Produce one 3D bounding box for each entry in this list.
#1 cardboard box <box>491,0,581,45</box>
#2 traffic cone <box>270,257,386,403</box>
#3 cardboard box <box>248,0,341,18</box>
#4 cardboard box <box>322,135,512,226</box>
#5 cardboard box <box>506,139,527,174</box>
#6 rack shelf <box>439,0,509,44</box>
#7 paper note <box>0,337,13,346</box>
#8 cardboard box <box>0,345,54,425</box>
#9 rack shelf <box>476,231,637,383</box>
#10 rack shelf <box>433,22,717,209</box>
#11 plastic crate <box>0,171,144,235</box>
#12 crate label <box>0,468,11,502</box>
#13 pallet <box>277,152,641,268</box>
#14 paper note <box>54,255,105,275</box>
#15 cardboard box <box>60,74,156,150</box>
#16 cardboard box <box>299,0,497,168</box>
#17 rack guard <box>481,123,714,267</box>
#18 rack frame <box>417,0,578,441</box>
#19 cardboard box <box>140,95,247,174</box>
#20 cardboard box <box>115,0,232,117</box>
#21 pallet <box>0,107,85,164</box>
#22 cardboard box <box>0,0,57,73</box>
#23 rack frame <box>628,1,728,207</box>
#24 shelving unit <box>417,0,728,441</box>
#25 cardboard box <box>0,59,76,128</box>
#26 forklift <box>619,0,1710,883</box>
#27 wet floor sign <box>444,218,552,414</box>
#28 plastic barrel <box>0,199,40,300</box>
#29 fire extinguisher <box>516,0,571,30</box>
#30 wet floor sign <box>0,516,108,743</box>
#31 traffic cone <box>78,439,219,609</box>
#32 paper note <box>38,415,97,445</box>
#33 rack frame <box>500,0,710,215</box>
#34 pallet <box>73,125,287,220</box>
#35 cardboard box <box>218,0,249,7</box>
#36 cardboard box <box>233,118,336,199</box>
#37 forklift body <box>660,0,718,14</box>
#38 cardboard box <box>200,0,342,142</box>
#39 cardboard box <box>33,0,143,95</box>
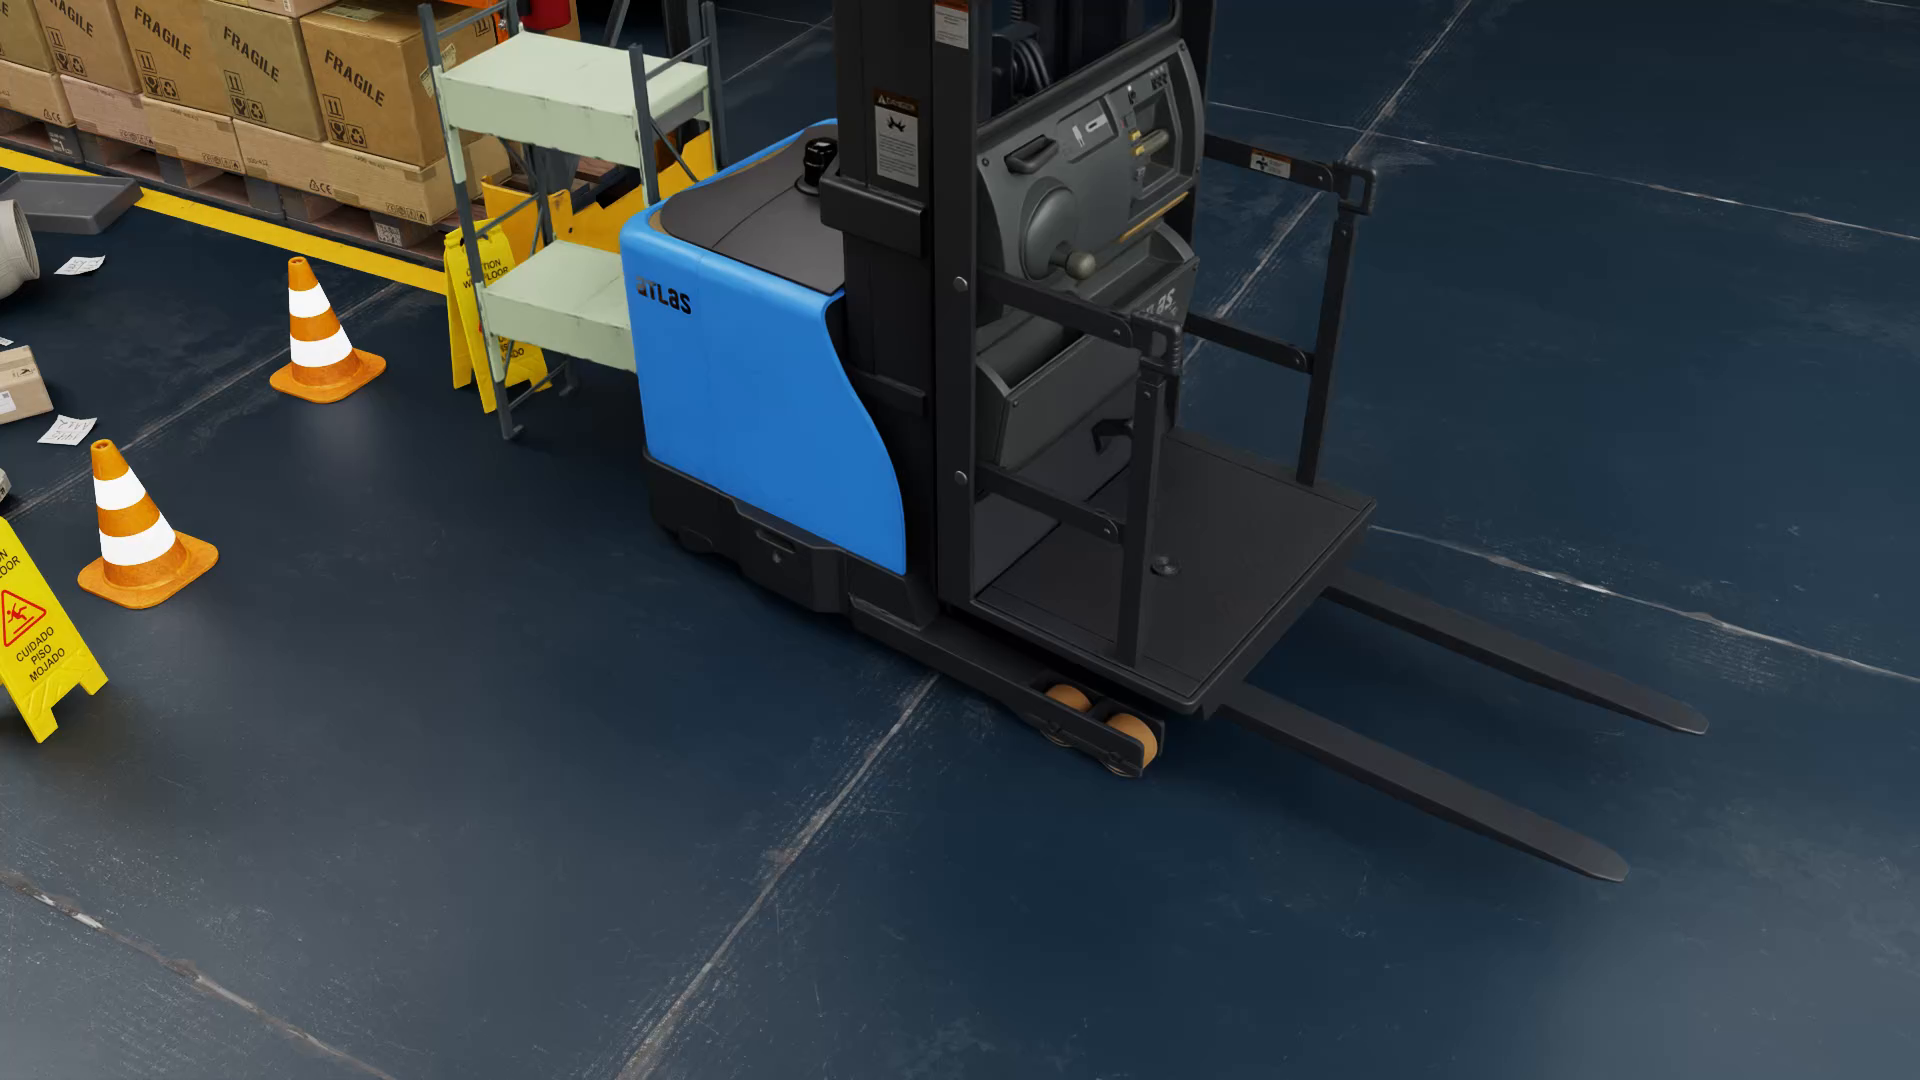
[{"bbox_3d":[-1.928,-2.119,6.868,0.500,0.500,0.500,16,40,20],"label":"cardboard box"},{"bbox_3d":[-2.293,-0.786,5.903,0.334,0.463,0.336,17,41,21],"label":"traffic cone"},{"bbox_3d":[-2.506,-2.147,6.368,0.250,0.149,0.380,19,41,23],"label":"cardboard box"},{"bbox_3d":[-2.181,-1.529,6.710,0.500,0.250,0.500,17,40,21],"label":"cardboard box"},{"bbox_3d":[-1.907,-1.814,7.086,0.500,0.250,0.500,17,40,21],"label":"cardboard box"},{"bbox_3d":[-3.094,-2.639,6.841,4.000,0.370,1.077,17,41,21],"label":"rack shelf"},{"bbox_3d":[-3.600,-0.749,6.229,0.123,0.001,0.032,17,41,21],"label":"paper note"},{"bbox_3d":[-3.410,-0.514,5.804,0.380,0.149,0.250,-21,42,-25],"label":"cardboard box"},{"bbox_3d":[-1.141,-0.693,5.462,0.720,0.370,0.431,16,40,20],"label":"rack shelf"},{"bbox_3d":[-1.141,-1.264,5.029,0.720,0.370,0.431,16,40,20],"label":"rack shelf"},{"bbox_3d":[-3.853,-1.442,7.083,0.583,0.080,0.402,4,37,6],"label":"plastic crate"},{"bbox_3d":[-3.228,-0.151,5.336,0.298,0.136,0.250,-2,37,-2],"label":"crate label"},{"bbox_3d":[-2.091,-1.525,7.084,1.213,0.211,1.003,17,41,21],"label":"pallet"},{"bbox_3d":[-3.536,-1.109,6.686,0.148,0.019,0.142,4,37,6],"label":"paper note"},{"bbox_3d":[-3.519,-1.956,7.273,0.500,0.250,0.500,17,40,21],"label":"cardboard box"},{"bbox_3d":[-2.149,-1.823,6.477,0.500,0.500,0.500,18,41,22],"label":"cardboard box"},{"bbox_3d":[-1.385,-1.395,6.674,0.348,0.500,1.175,17,41,21],"label":"rack guard"},{"bbox_3d":[-1.470,-1.049,5.392,0.023,1.500,0.400,16,40,20],"label":"rack frame"},{"bbox_3d":[-3.083,-1.813,7.084,0.500,0.250,0.500,16,40,20],"label":"cardboard box"},{"bbox_3d":[-3.059,-2.110,6.856,0.500,0.500,0.500,16,40,20],"label":"cardboard box"},{"bbox_3d":[-4.257,-2.203,7.978,1.213,0.211,1.003,17,41,21],"label":"pallet"},{"bbox_3d":[-3.989,-2.401,7.239,0.500,0.500,0.500,19,41,23],"label":"cardboard box"},{"bbox_3d":[-0.811,-0.857,5.138,0.023,1.500,0.400,16,40,20],"label":"rack frame"},{"bbox_3d":[-1.141,-0.953,5.265,0.755,1.500,0.431,16,40,20],"label":"shelving unit"},{"bbox_3d":[-3.991,-2.102,7.466,0.500,0.250,0.500,20,41,24],"label":"cardboard box"},{"bbox_3d":[0.510,-0.905,4.018,3.031,2.935,1.130,24,43,28],"label":"forklift"},{"bbox_3d":[-1.641,-0.804,5.776,0.267,0.644,0.232,-29,46,-33],"label":"wet floor sign"},{"bbox_3d":[-3.848,-1.105,6.355,0.512,0.421,0.421,-14,39,-18],"label":"plastic barrel"},{"bbox_3d":[-1.428,-2.059,5.546,0.183,0.674,0.296,17,41,21],"label":"fire extinguisher"},{"bbox_3d":[-2.568,0.199,4.454,0.232,0.644,0.267,11,38,14],"label":"wet floor sign"},{"bbox_3d":[-2.502,-0.096,4.993,0.334,0.463,0.336,17,41,21],"label":"traffic cone"},{"bbox_3d":[-3.073,-0.381,5.727,0.142,0.019,0.148,4,37,6],"label":"paper note"},{"bbox_3d":[-1.318,-2.369,5.891,0.127,3.000,1.000,17,41,21],"label":"rack frame"},{"bbox_3d":[-3.170,-1.865,7.532,1.213,0.211,1.003,17,41,21],"label":"pallet"},{"bbox_3d":[-2.728,-2.219,6.462,0.250,0.149,0.380,18,41,22],"label":"cardboard box"},{"bbox_3d":[-2.616,-1.670,6.896,0.500,0.250,0.500,18,41,22],"label":"cardboard box"},{"bbox_3d":[-1.561,-4.245,9.064,1.214,2.155,2.313,17,41,21],"label":"forklift body"},{"bbox_3d":[-2.614,-1.966,6.666,0.500,0.500,0.500,19,41,23],"label":"cardboard box"},{"bbox_3d":[-3.530,-2.256,7.047,0.500,0.500,0.500,20,41,24],"label":"cardboard box"}]
